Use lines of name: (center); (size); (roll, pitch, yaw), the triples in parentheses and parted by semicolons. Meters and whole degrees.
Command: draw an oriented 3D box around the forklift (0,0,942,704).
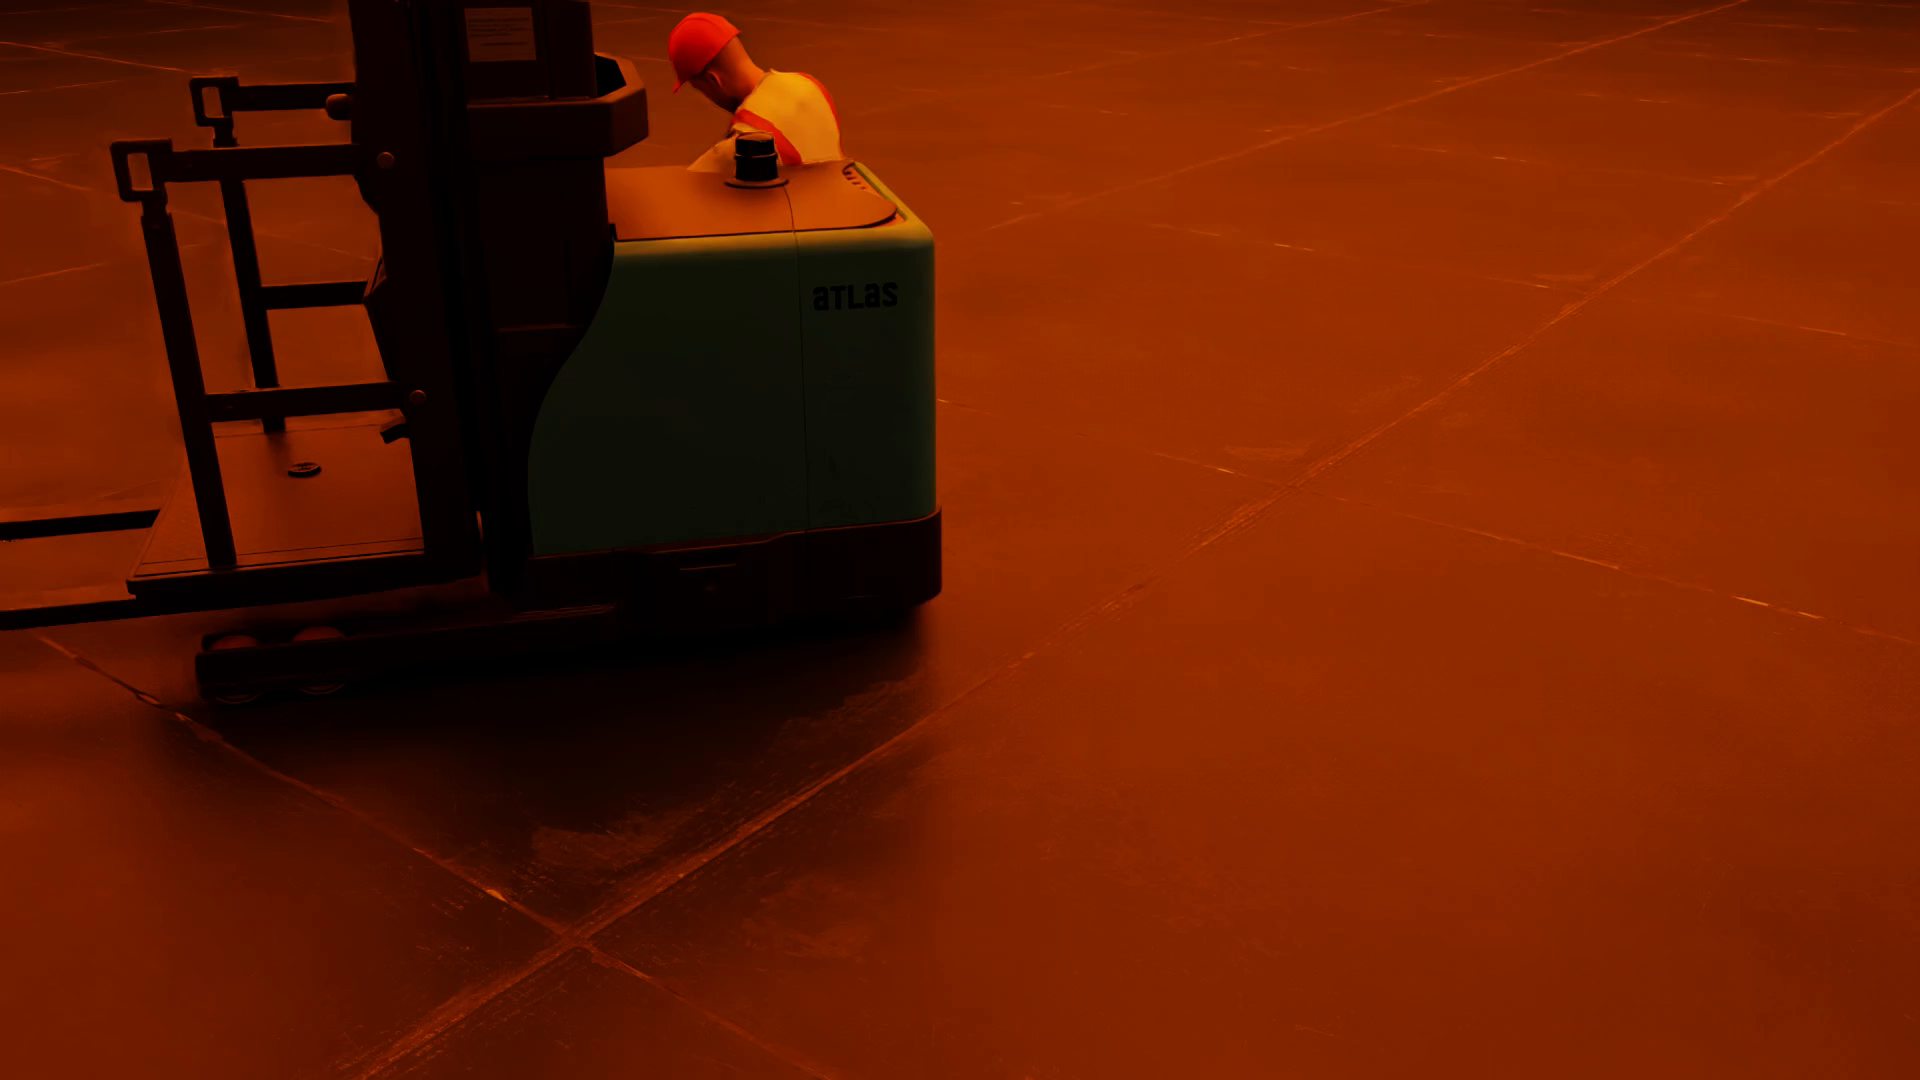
forklift: (-1.624, -1.174, 4.036); (3.031, 2.935, 1.130); (-6, 24, -13)

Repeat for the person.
person: (-0.800, -0.844, 5.024); (1.061, 1.451, 1.038); (13, 26, 27)
